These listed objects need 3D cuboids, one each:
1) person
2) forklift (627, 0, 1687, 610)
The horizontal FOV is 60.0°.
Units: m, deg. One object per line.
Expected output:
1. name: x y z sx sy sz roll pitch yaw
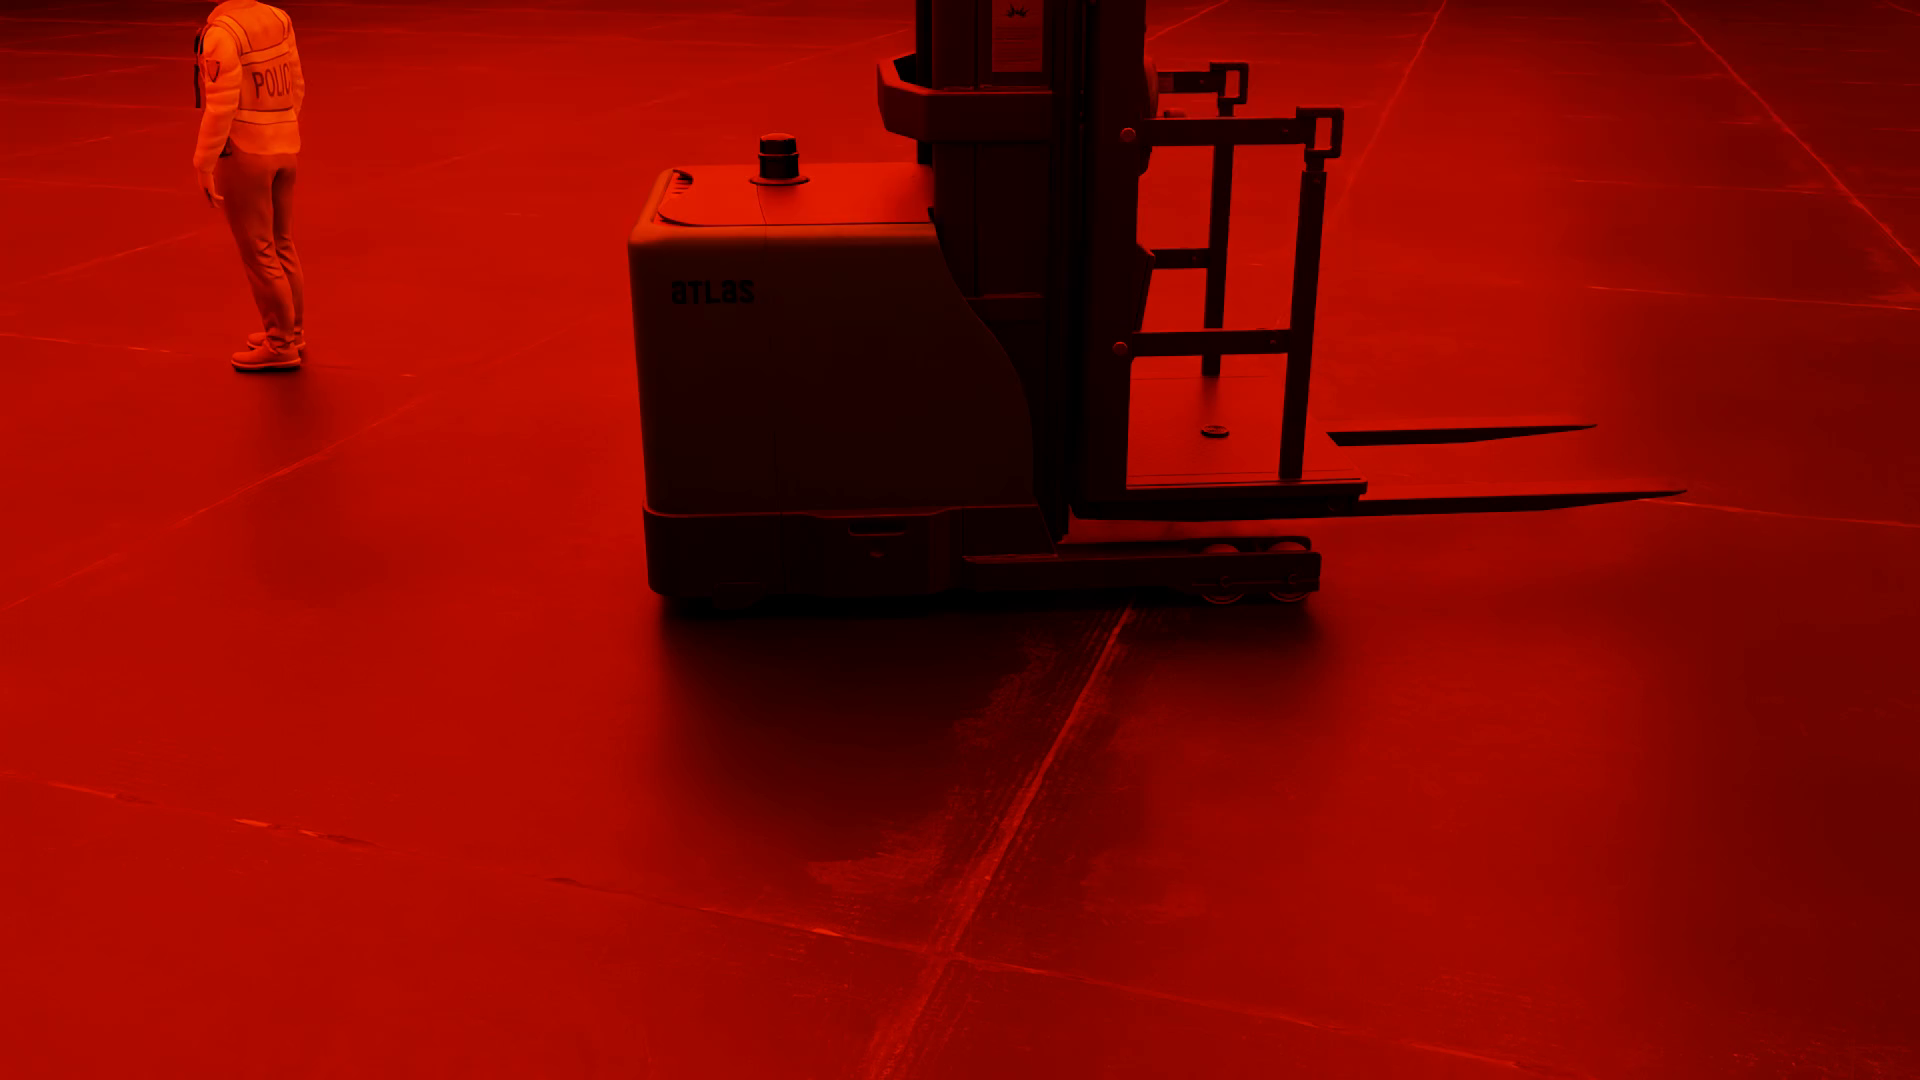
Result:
1. person: -2.827 -1.501 6.518 0.530 1.693 0.587 5 23 12
2. forklift: 0.606 -1.374 4.608 3.031 2.935 1.130 -2 23 -4
